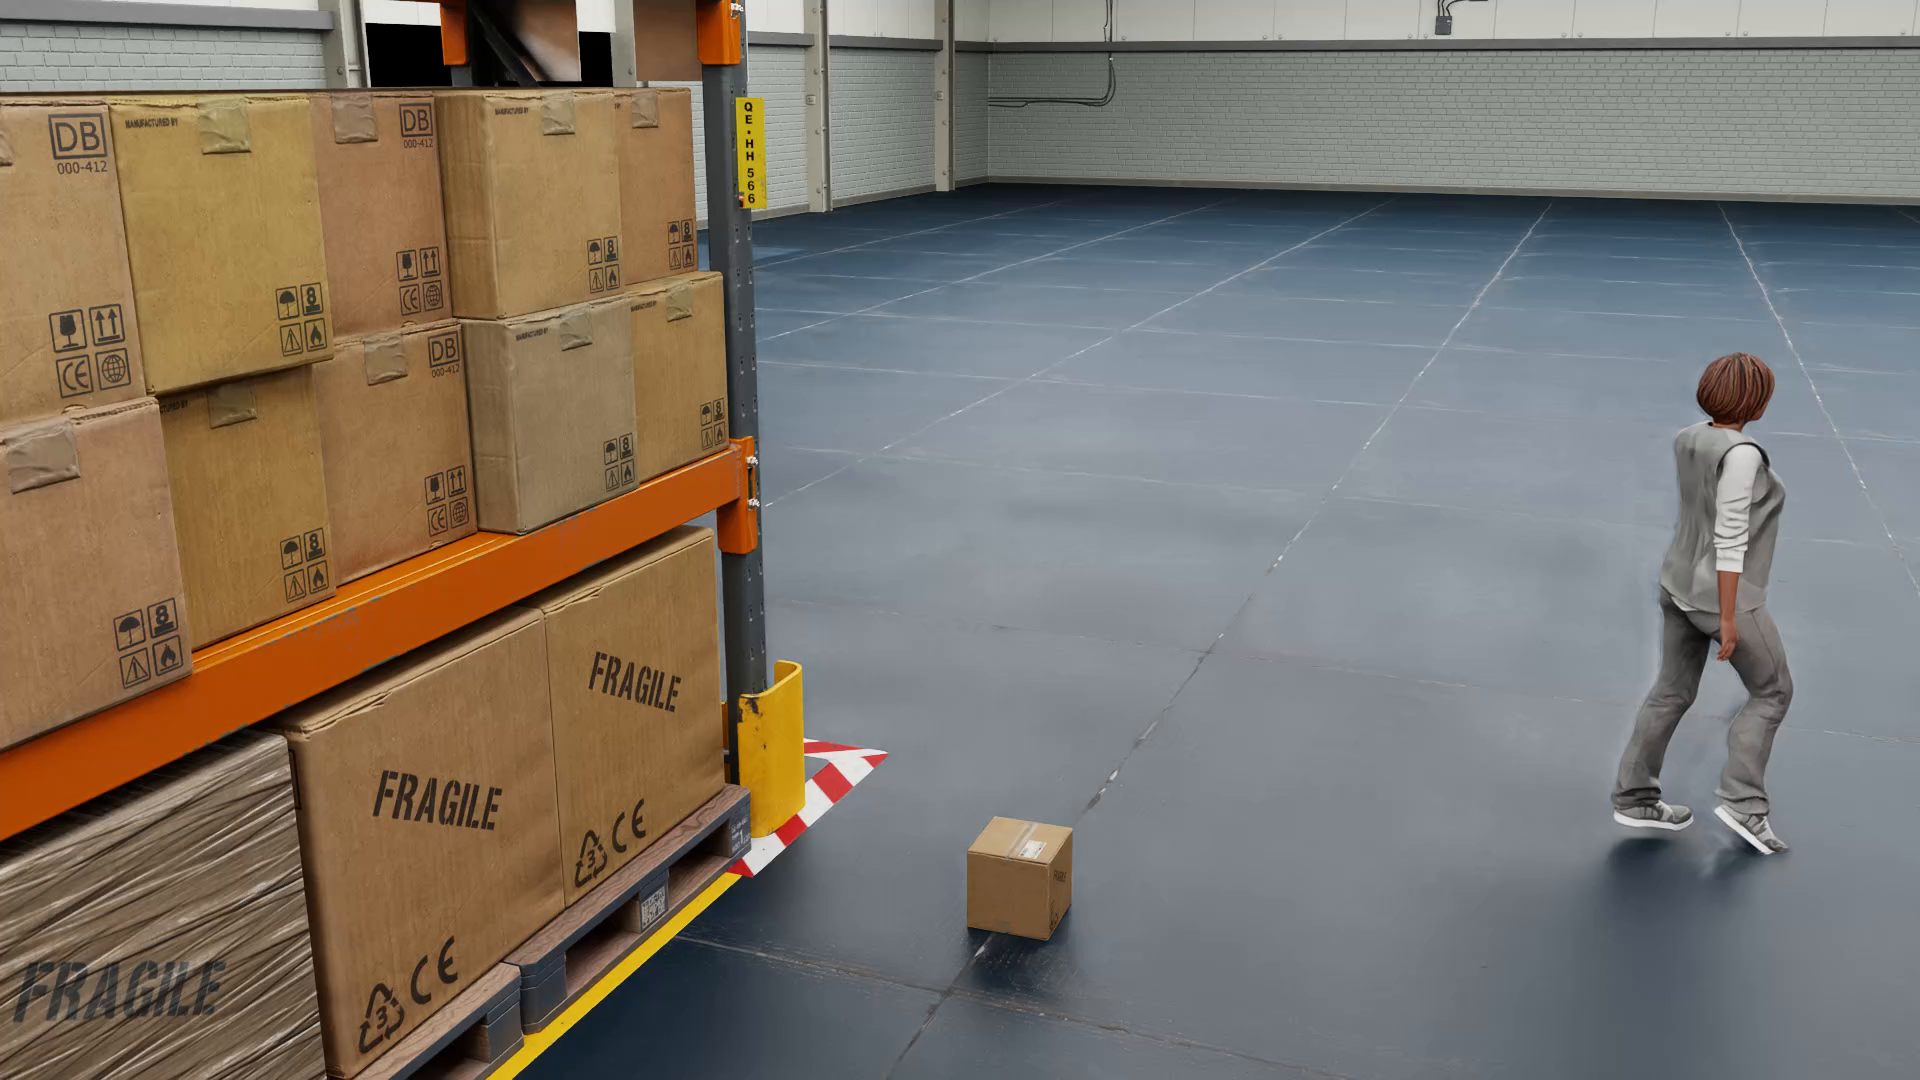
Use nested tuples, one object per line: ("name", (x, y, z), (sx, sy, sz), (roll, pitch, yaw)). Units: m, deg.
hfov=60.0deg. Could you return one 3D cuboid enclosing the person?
("person", (2.410, 0.217, 5.300), (0.548, 1.650, 0.454), (-2, 16, -6))
